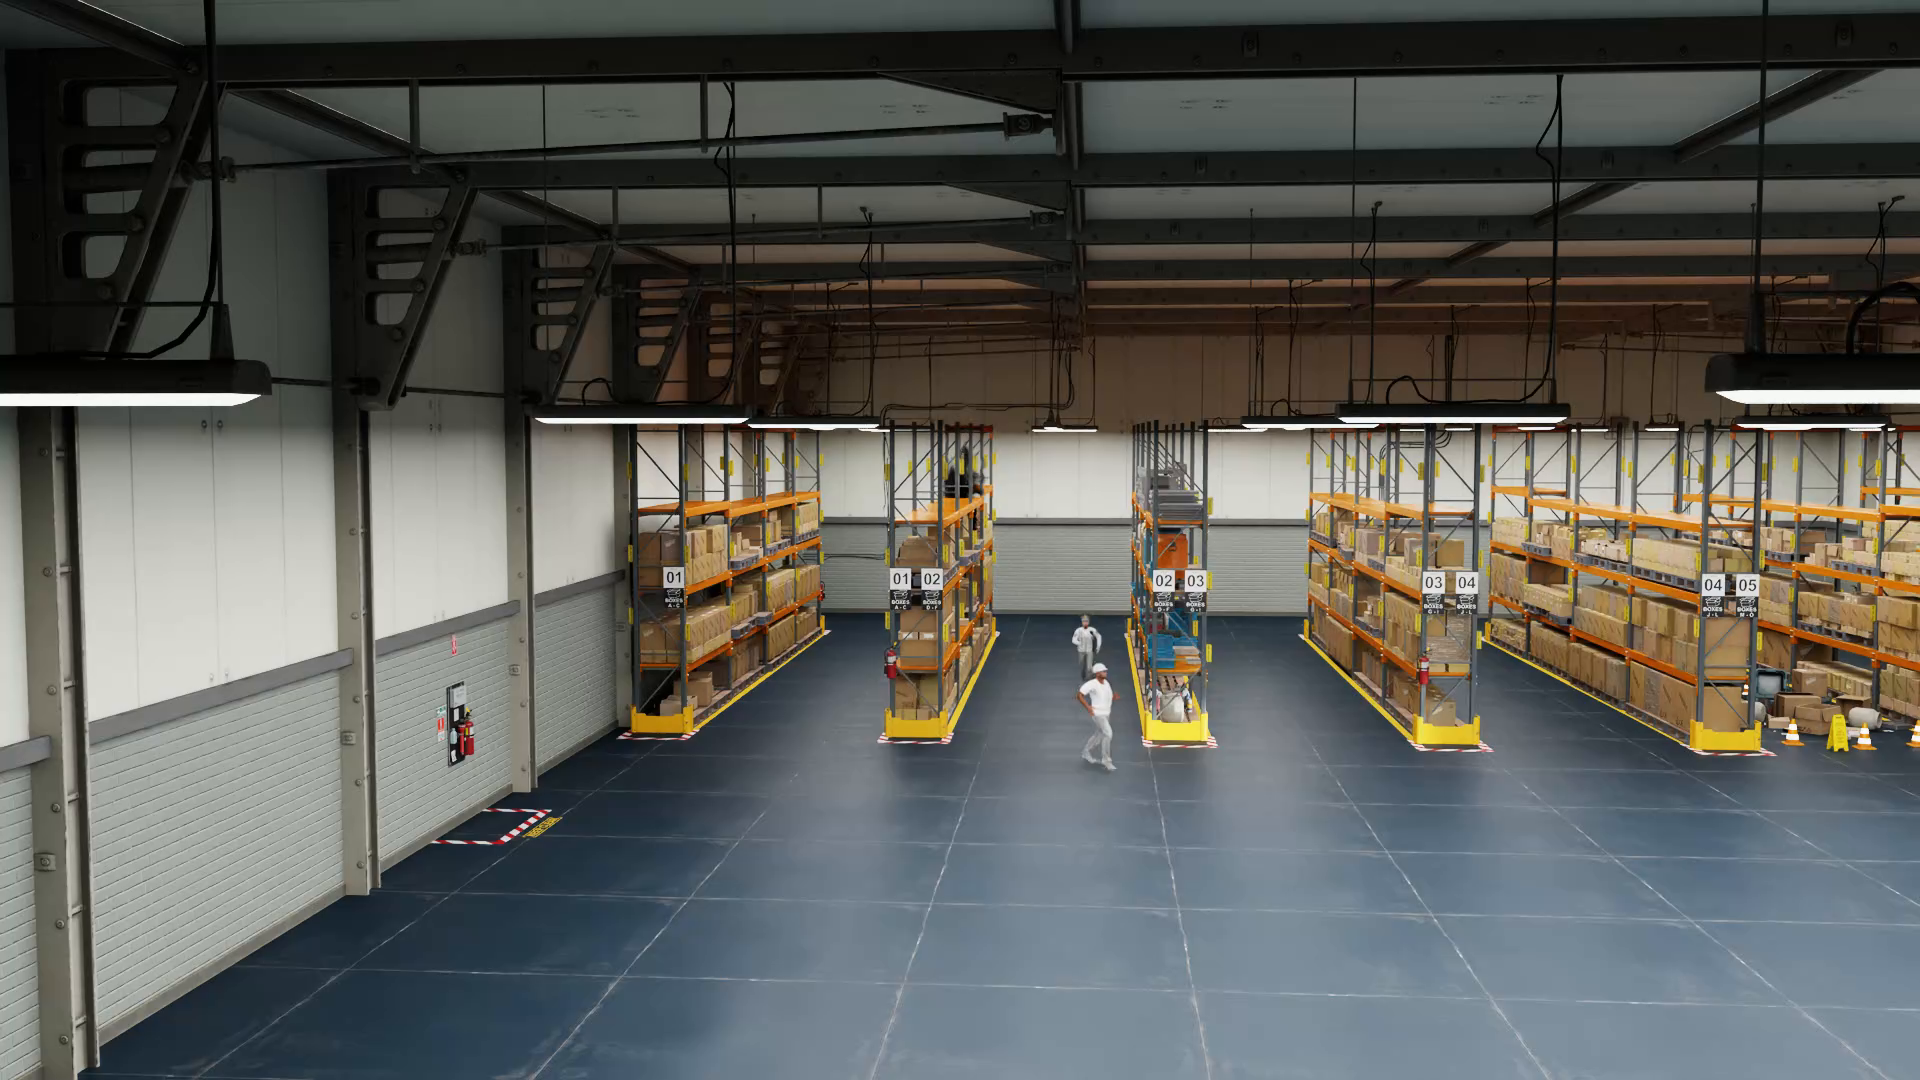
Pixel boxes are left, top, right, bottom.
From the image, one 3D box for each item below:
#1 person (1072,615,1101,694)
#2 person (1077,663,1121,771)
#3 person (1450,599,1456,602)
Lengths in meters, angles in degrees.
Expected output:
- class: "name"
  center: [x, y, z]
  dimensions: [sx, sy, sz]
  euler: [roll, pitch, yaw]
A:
- class: "person"
  center: [2.815, 2.548, 37.059]
  dimensions: [0.631, 1.770, 0.739]
  euler: [0, 4, 6]
- class: "person"
  center: [2.401, 3.026, 28.585]
  dimensions: [0.738, 1.820, 0.678]
  euler: [2, 4, 31]
- class: "person"
  center: [13.441, 1.932, 46.307]
  dimensions: [0.750, 1.782, 0.968]
  euler: [2, 4, 33]
